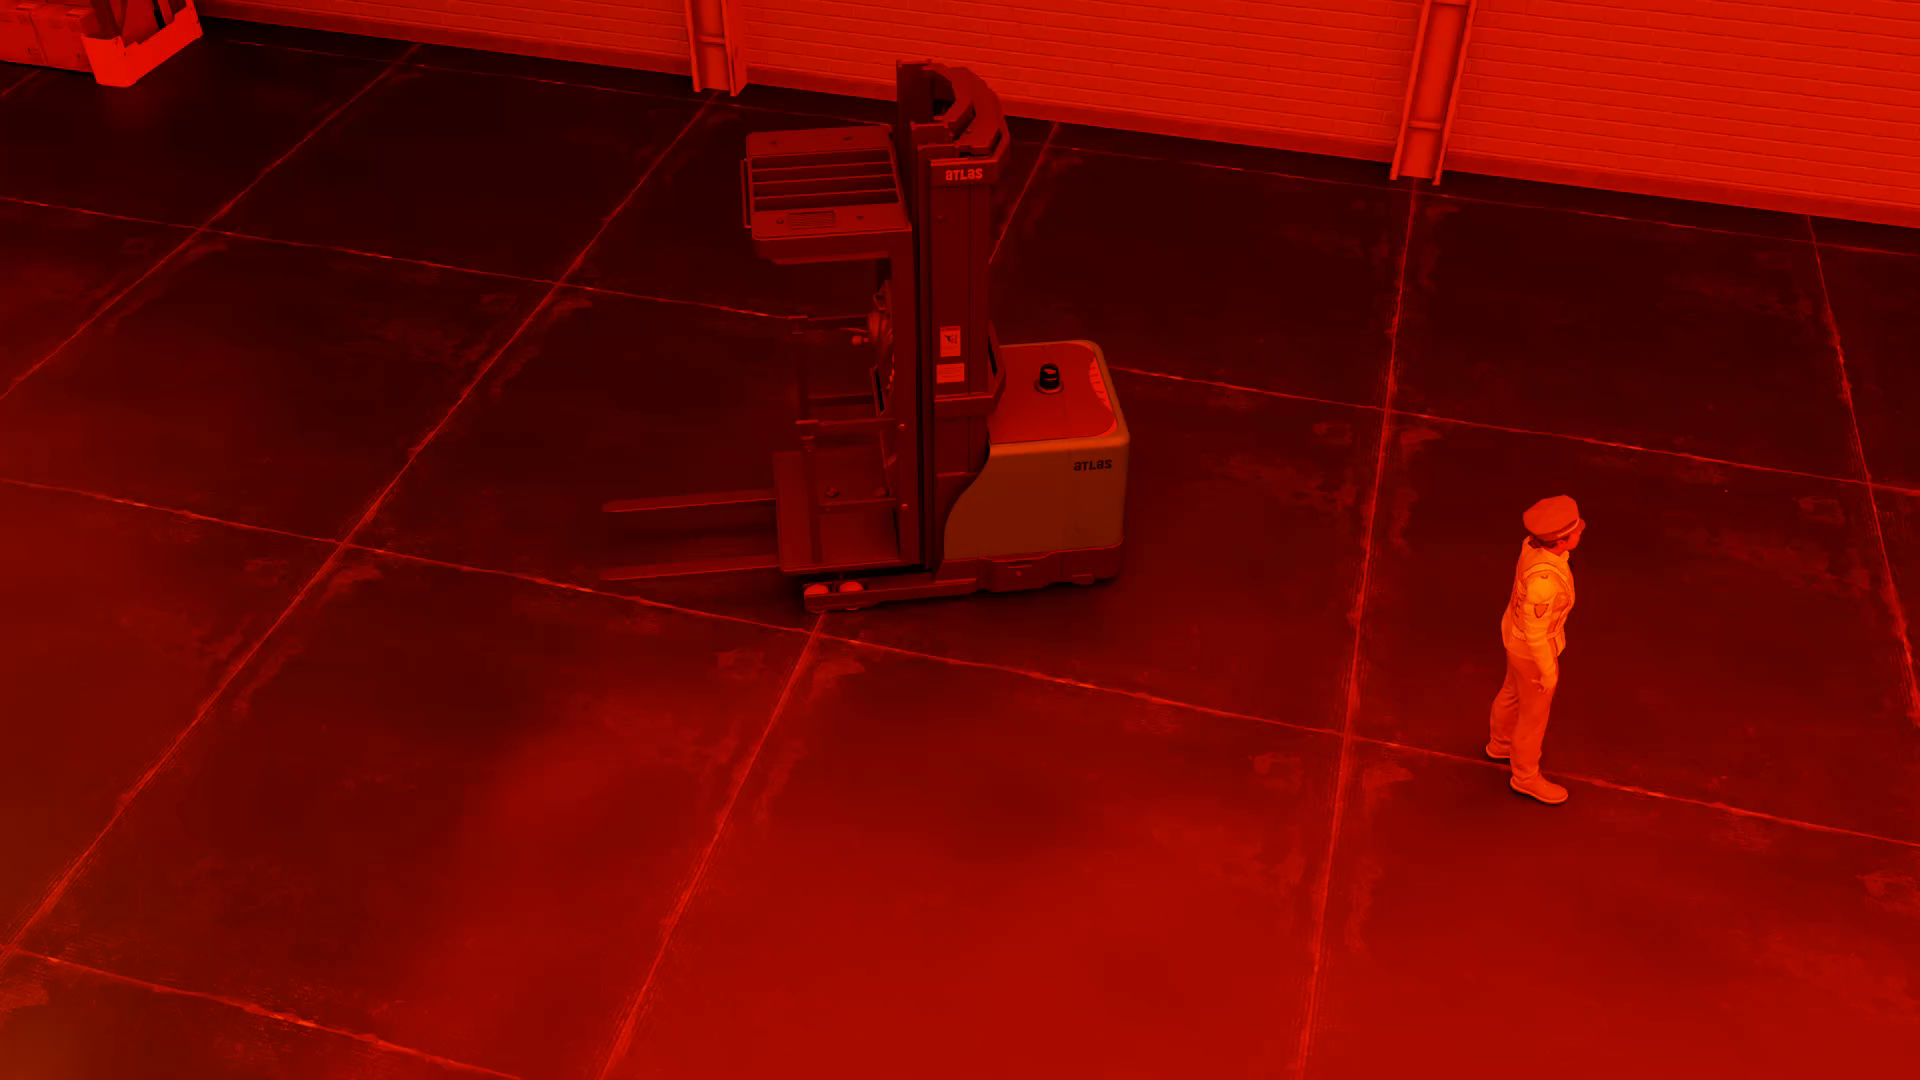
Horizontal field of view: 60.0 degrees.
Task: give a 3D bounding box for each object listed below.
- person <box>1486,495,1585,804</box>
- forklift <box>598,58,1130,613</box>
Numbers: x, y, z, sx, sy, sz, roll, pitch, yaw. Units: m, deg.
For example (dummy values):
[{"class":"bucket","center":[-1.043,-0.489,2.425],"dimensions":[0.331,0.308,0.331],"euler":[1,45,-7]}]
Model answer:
[{"class":"person","center":[2.900,0.508,8.208],"dimensions":[0.533,1.694,0.586],"euler":[7,42,8]},{"class":"forklift","center":[-0.604,-1.052,9.062],"dimensions":[3.031,2.935,1.130],"euler":[-5,41,-5]}]
